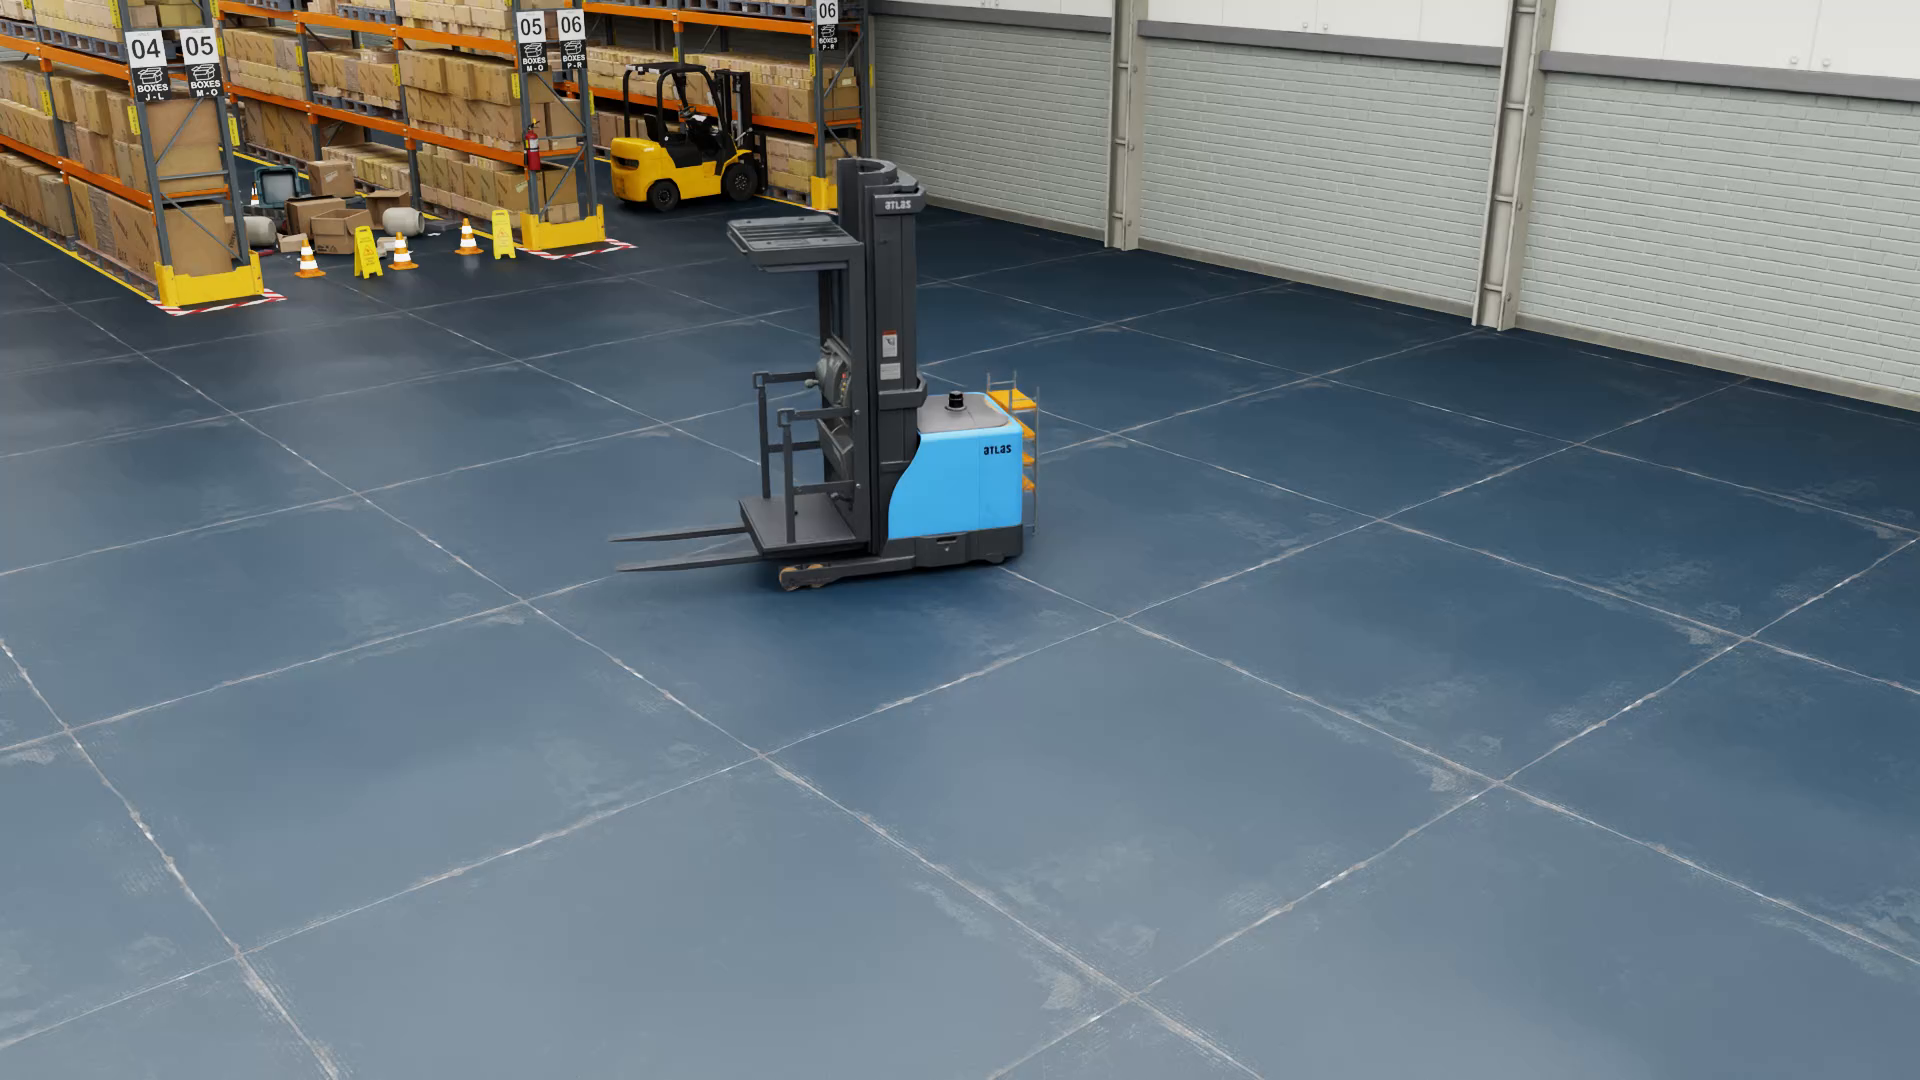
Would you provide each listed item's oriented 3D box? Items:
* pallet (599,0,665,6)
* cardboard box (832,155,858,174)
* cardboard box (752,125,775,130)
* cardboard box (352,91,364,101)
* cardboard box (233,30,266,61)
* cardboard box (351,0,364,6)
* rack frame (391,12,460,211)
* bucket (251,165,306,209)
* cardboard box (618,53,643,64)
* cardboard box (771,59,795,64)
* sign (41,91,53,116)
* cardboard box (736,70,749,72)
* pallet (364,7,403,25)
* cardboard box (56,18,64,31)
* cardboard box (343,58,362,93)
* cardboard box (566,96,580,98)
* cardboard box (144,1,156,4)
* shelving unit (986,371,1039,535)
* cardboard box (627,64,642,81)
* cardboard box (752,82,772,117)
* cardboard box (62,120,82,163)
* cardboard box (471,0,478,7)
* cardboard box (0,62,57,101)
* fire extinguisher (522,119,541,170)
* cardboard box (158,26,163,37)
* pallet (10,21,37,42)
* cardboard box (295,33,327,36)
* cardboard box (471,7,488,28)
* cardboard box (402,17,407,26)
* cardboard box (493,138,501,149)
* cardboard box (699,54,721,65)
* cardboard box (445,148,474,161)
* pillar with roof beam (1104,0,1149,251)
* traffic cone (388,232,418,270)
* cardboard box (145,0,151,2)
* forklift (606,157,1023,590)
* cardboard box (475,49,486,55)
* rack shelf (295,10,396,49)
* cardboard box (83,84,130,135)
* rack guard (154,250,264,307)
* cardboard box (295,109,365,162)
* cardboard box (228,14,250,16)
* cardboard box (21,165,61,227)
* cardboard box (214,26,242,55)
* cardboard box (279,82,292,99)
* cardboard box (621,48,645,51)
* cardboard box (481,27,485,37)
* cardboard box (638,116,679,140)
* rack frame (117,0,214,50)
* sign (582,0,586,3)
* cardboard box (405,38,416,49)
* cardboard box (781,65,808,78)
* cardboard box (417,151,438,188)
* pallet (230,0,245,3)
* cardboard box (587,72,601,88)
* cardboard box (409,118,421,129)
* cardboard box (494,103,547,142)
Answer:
[{"bbox_3d":[-5.830,-9.845,30.152,1.003,0.211,1.213,-16,26,-35],"label":"pallet"},{"bbox_3d":[-2.001,-6.128,27.025,0.500,0.250,0.500,-17,27,-36],"label":"cardboard box"},{"bbox_3d":[-3.333,-6.917,28.355,0.500,0.250,0.500,-17,27,-37],"label":"cardboard box"},{"bbox_3d":[-9.742,-7.314,27.314,0.380,0.149,0.250,-16,27,-36],"label":"cardboard box"},{"bbox_3d":[-13.020,-9.121,30.651,0.500,0.500,0.500,-18,27,-38],"label":"cardboard box"},{"bbox_3d":[-9.370,-8.654,26.483,0.500,0.250,0.500,-17,27,-37],"label":"cardboard box"},{"bbox_3d":[-8.220,-6.723,26.035,1.000,3.000,0.127,-17,27,-37],"label":"rack frame"},{"bbox_3d":[-10.069,-5.211,24.581,0.726,0.611,0.620,-8,13,-19],"label":"bucket"},{"bbox_3d":[-5.942,-8.696,30.048,0.380,0.149,0.250,-18,28,-39],"label":"cardboard box"},{"bbox_3d":[-2.897,-7.865,27.518,0.380,0.149,0.250,-17,27,-37],"label":"cardboard box"},{"bbox_3d":[-12.309,-5.887,22.422,0.100,0.325,0.005,-17,27,-37],"label":"sign"},{"bbox_3d":[-3.459,-7.671,27.431,0.380,0.149,0.250,-18,28,-38],"label":"cardboard box"},{"bbox_3d":[-8.543,-8.228,26.023,1.213,0.211,1.003,-17,27,-37],"label":"pallet"},{"bbox_3d":[-11.259,-6.576,21.179,0.380,0.149,0.250,-18,28,-38],"label":"cardboard box"},{"bbox_3d":[-9.695,-7.602,27.158,0.500,0.500,0.500,-19,28,-39],"label":"cardboard box"},{"bbox_3d":[-7.661,-8.789,33.273,0.380,0.149,0.250,-19,28,-40],"label":"cardboard box"},{"bbox_3d":[-9.746,-6.453,20.319,0.500,0.250,0.500,-18,28,-38],"label":"cardboard box"},{"bbox_3d":[0.407,-0.673,13.057,0.258,1.200,0.503,-7,23,-18],"label":"shelving unit"},{"bbox_3d":[-5.647,-8.426,29.905,0.500,0.250,0.500,-17,27,-36],"label":"cardboard box"},{"bbox_3d":[-3.038,-7.207,27.135,0.500,0.500,0.500,-18,28,-38],"label":"cardboard box"},{"bbox_3d":[-11.654,-5.487,22.675,0.875,0.550,0.550,-17,27,-37],"label":"cardboard box"},{"bbox_3d":[-6.654,-7.590,23.388,0.380,0.149,0.250,-17,27,-37],"label":"cardboard box"},{"bbox_3d":[-13.899,-6.868,24.898,0.700,0.500,0.500,-18,28,-38],"label":"cardboard box"},{"bbox_3d":[-5.884,-5.440,22.867,0.296,0.674,0.183,-17,27,-37],"label":"fire extinguisher"},{"bbox_3d":[-9.604,-6.244,20.331,0.380,0.149,0.250,-17,27,-37],"label":"cardboard box"},{"bbox_3d":[-12.540,-7.066,23.060,0.805,0.209,1.217,-19,28,-39],"label":"pallet"},{"bbox_3d":[-11.625,-8.816,29.871,0.500,0.500,0.500,-17,27,-36],"label":"cardboard box"},{"bbox_3d":[-6.465,-7.303,23.201,0.500,0.250,0.500,-18,28,-38],"label":"cardboard box"},{"bbox_3d":[-8.202,-7.856,25.161,0.380,0.149,0.250,-18,28,-38],"label":"cardboard box"},{"bbox_3d":[-6.416,-5.673,23.699,0.380,0.149,0.250,-18,28,-38],"label":"cardboard box"},{"bbox_3d":[-4.226,-8.187,28.340,0.380,0.149,0.250,-17,27,-37],"label":"cardboard box"},{"bbox_3d":[-7.489,-5.798,24.951,0.380,0.149,0.250,-16,26,-34],"label":"cardboard box"},{"bbox_3d":[-0.968,-7.318,19.329,9.100,9.000,0.400,-17,27,-37],"label":"pillar with roof beam"},{"bbox_3d":[-7.486,-3.890,22.281,0.336,0.463,0.334,-17,27,-37],"label":"traffic cone"},{"bbox_3d":[-9.765,-6.683,20.358,0.380,0.149,0.250,-17,27,-37],"label":"cardboard box"},{"bbox_3d":[-1.100,-1.215,12.067,3.031,2.935,1.130,-6,22,-15],"label":"forklift"},{"bbox_3d":[-9.538,-10.171,34.126,0.700,0.500,0.500,-17,27,-36],"label":"cardboard box"},{"bbox_3d":[-9.526,-8.337,27.030,1.077,0.370,4.000,-17,27,-37],"label":"rack shelf"},{"bbox_3d":[-10.642,-5.528,21.299,0.875,0.550,0.500,-17,27,-37],"label":"cardboard box"},{"bbox_3d":[-9.278,-3.241,20.573,1.175,0.500,0.348,-17,27,-37],"label":"rack guard"},{"bbox_3d":[-11.219,-7.245,29.706,0.875,0.875,0.875,-18,28,-38],"label":"cardboard box"},{"bbox_3d":[-14.097,-10.187,32.483,0.380,0.149,0.250,-18,28,-39],"label":"cardboard box"},{"bbox_3d":[-13.005,-5.082,24.355,1.050,0.750,0.750,-17,27,-37],"label":"cardboard box"},{"bbox_3d":[-13.960,-9.510,31.643,0.500,0.500,0.500,-18,28,-38],"label":"cardboard box"},{"bbox_3d":[-11.704,-7.973,29.434,0.500,0.250,0.500,-17,27,-37],"label":"cardboard box"},{"bbox_3d":[-6.116,-9.135,31.166,0.380,0.149,0.250,-18,28,-38],"label":"cardboard box"},{"bbox_3d":[-6.504,-7.158,23.377,0.380,0.149,0.250,-17,27,-37],"label":"cardboard box"},{"bbox_3d":[-5.312,-7.353,30.325,0.875,0.625,0.625,-18,28,-38],"label":"cardboard box"},{"bbox_3d":[-9.293,-7.205,19.040,1.000,3.000,0.127,-17,27,-37],"label":"rack frame"},{"bbox_3d":[-5.198,-7.551,22.837,0.100,0.325,0.005,-17,27,-37],"label":"sign"},{"bbox_3d":[-11.874,-10.961,36.653,0.500,0.250,0.500,-17,27,-37],"label":"cardboard box"},{"bbox_3d":[-2.621,-7.463,26.490,0.380,0.149,0.250,-17,27,-36],"label":"cardboard box"},{"bbox_3d":[-8.040,-5.760,25.743,0.500,0.500,0.500,-16,26,-35],"label":"cardboard box"},{"bbox_3d":[-12.806,-9.999,30.550,0.805,0.209,1.217,-19,28,-39],"label":"pallet"},{"bbox_3d":[-6.644,-8.620,31.085,0.500,0.250,0.500,-18,28,-39],"label":"cardboard box"},{"bbox_3d":[-8.258,-6.442,25.664,0.380,0.149,0.250,-18,27,-38],"label":"cardboard box"},{"bbox_3d":[-6.172,-5.887,23.357,0.500,0.500,0.500,-18,28,-38],"label":"cardboard box"}]
